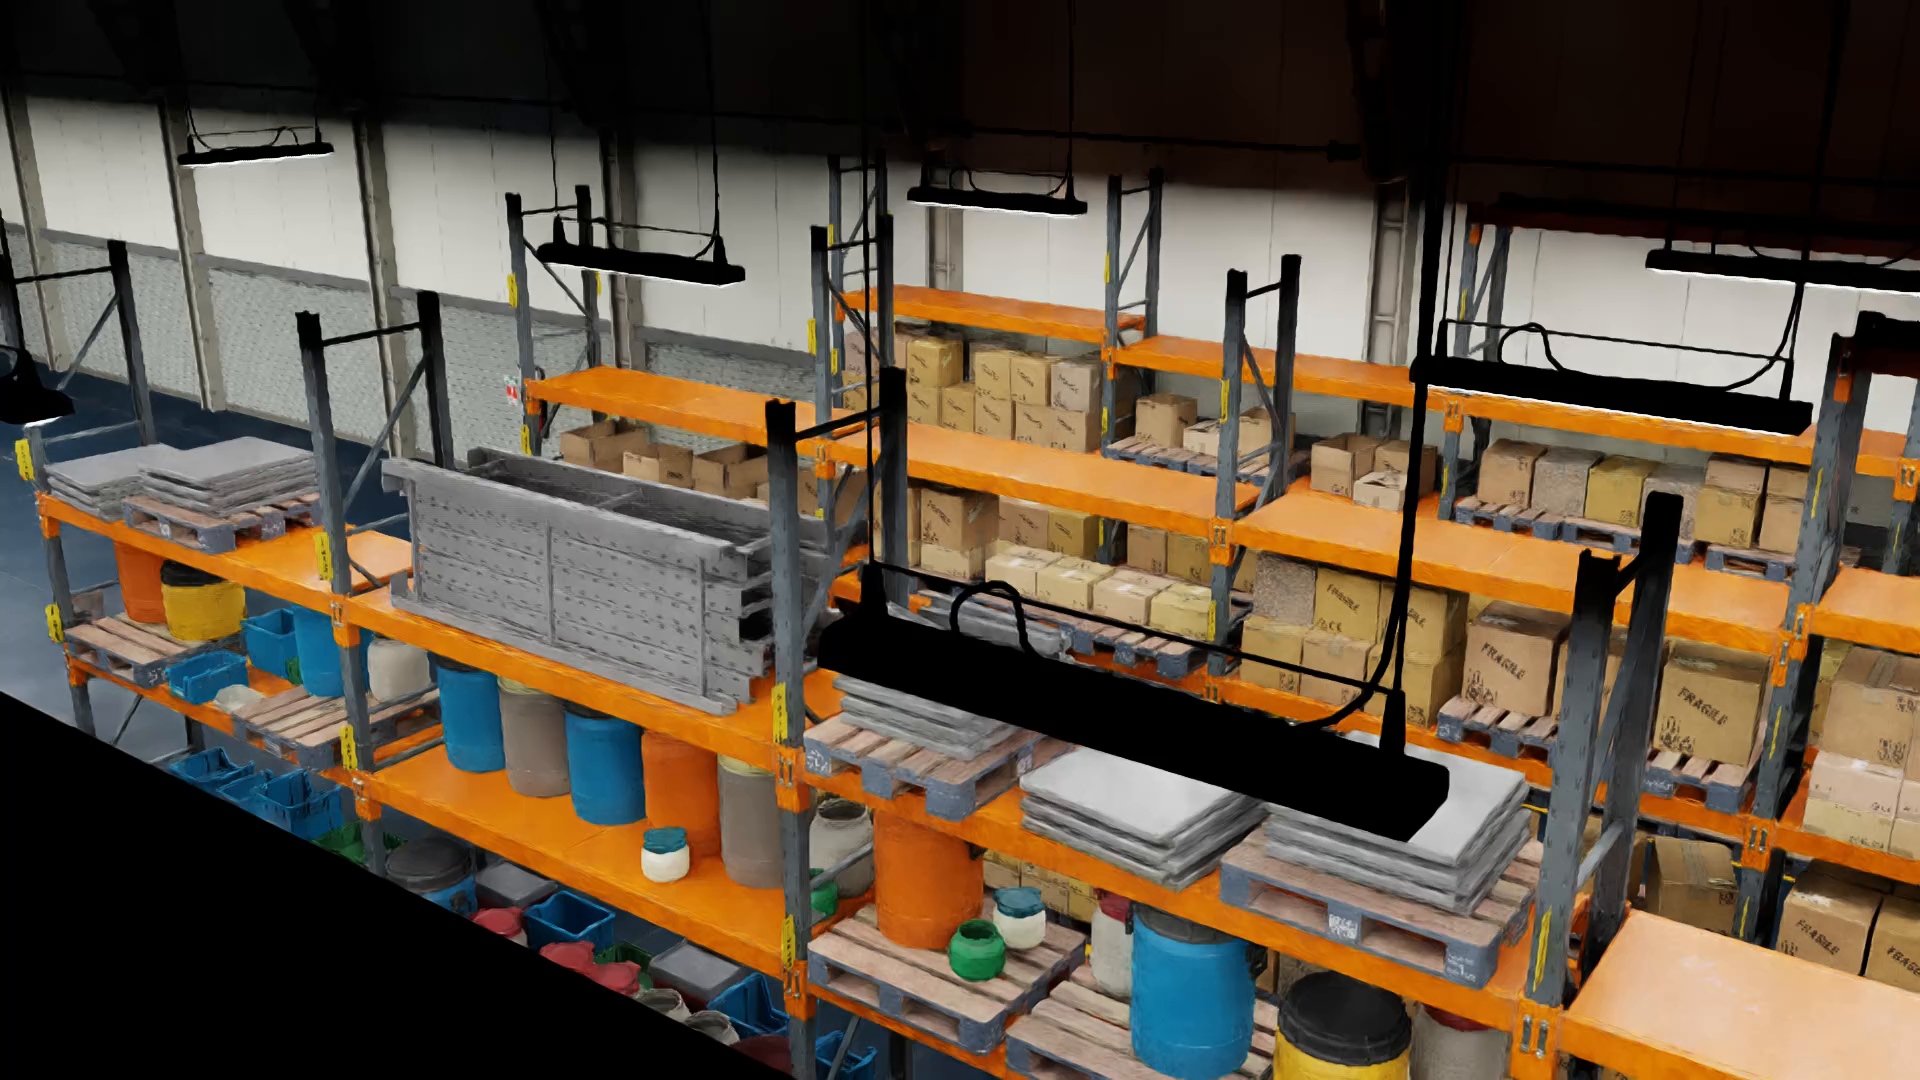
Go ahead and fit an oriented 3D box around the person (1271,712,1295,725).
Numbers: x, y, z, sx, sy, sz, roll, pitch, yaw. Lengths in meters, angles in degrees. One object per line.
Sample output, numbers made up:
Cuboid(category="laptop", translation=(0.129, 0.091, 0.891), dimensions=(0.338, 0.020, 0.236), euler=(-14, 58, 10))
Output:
Cuboid(category="person", translation=(2.950, 1.900, 15.460), dimensions=(0.474, 0.885, 0.690), euler=(12, 22, 32))
